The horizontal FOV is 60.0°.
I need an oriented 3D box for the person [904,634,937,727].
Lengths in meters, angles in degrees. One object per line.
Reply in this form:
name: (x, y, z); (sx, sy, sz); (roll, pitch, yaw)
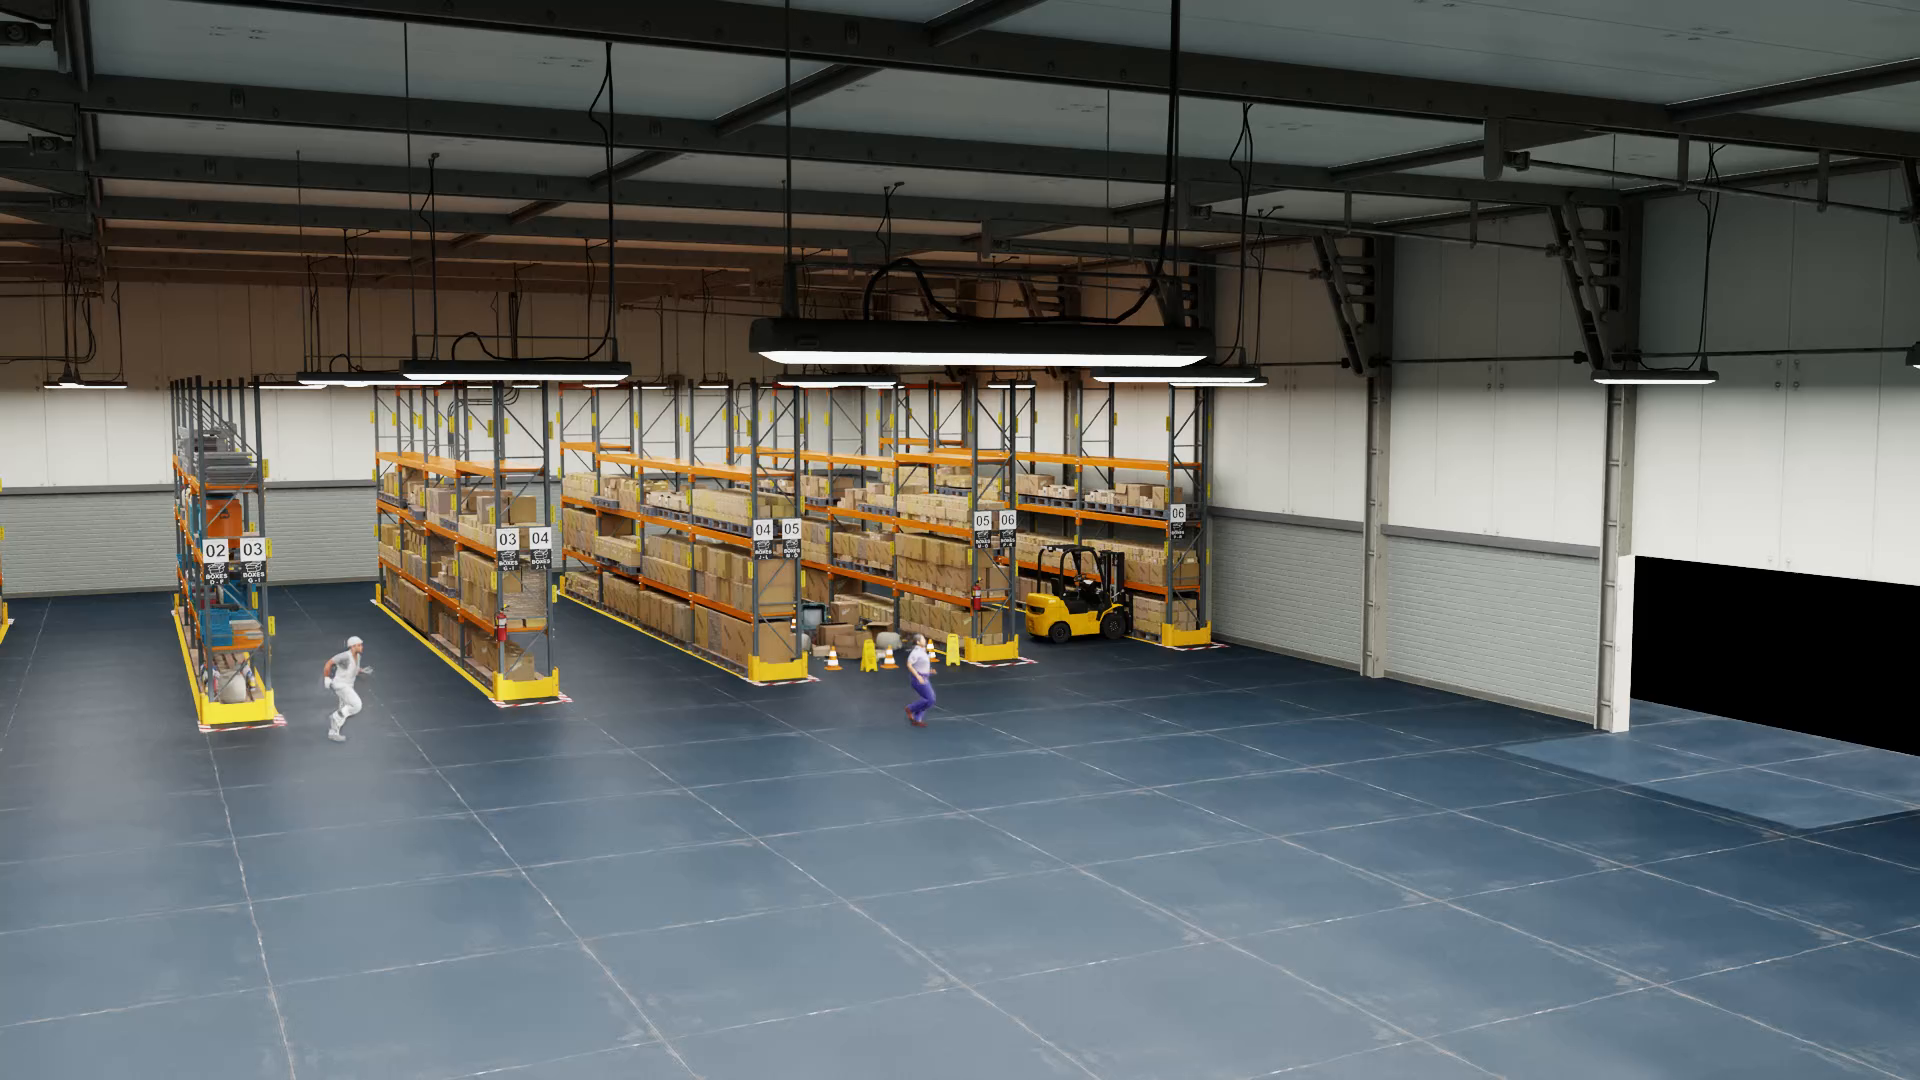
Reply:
person: (-0.669, 2.401, 28.460); (0.547, 1.603, 0.607); (0, 5, 5)

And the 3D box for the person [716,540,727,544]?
person: (-7.283, 0.309, 50.936); (0.915, 1.735, 0.748); (0, 5, 5)

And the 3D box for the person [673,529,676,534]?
person: (-8.602, 0.420, 50.191); (0.661, 1.690, 0.545); (-3, 6, -30)

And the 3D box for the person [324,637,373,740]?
person: (-10.049, 2.439, 27.369); (0.751, 1.705, 0.649); (0, 5, -1)
